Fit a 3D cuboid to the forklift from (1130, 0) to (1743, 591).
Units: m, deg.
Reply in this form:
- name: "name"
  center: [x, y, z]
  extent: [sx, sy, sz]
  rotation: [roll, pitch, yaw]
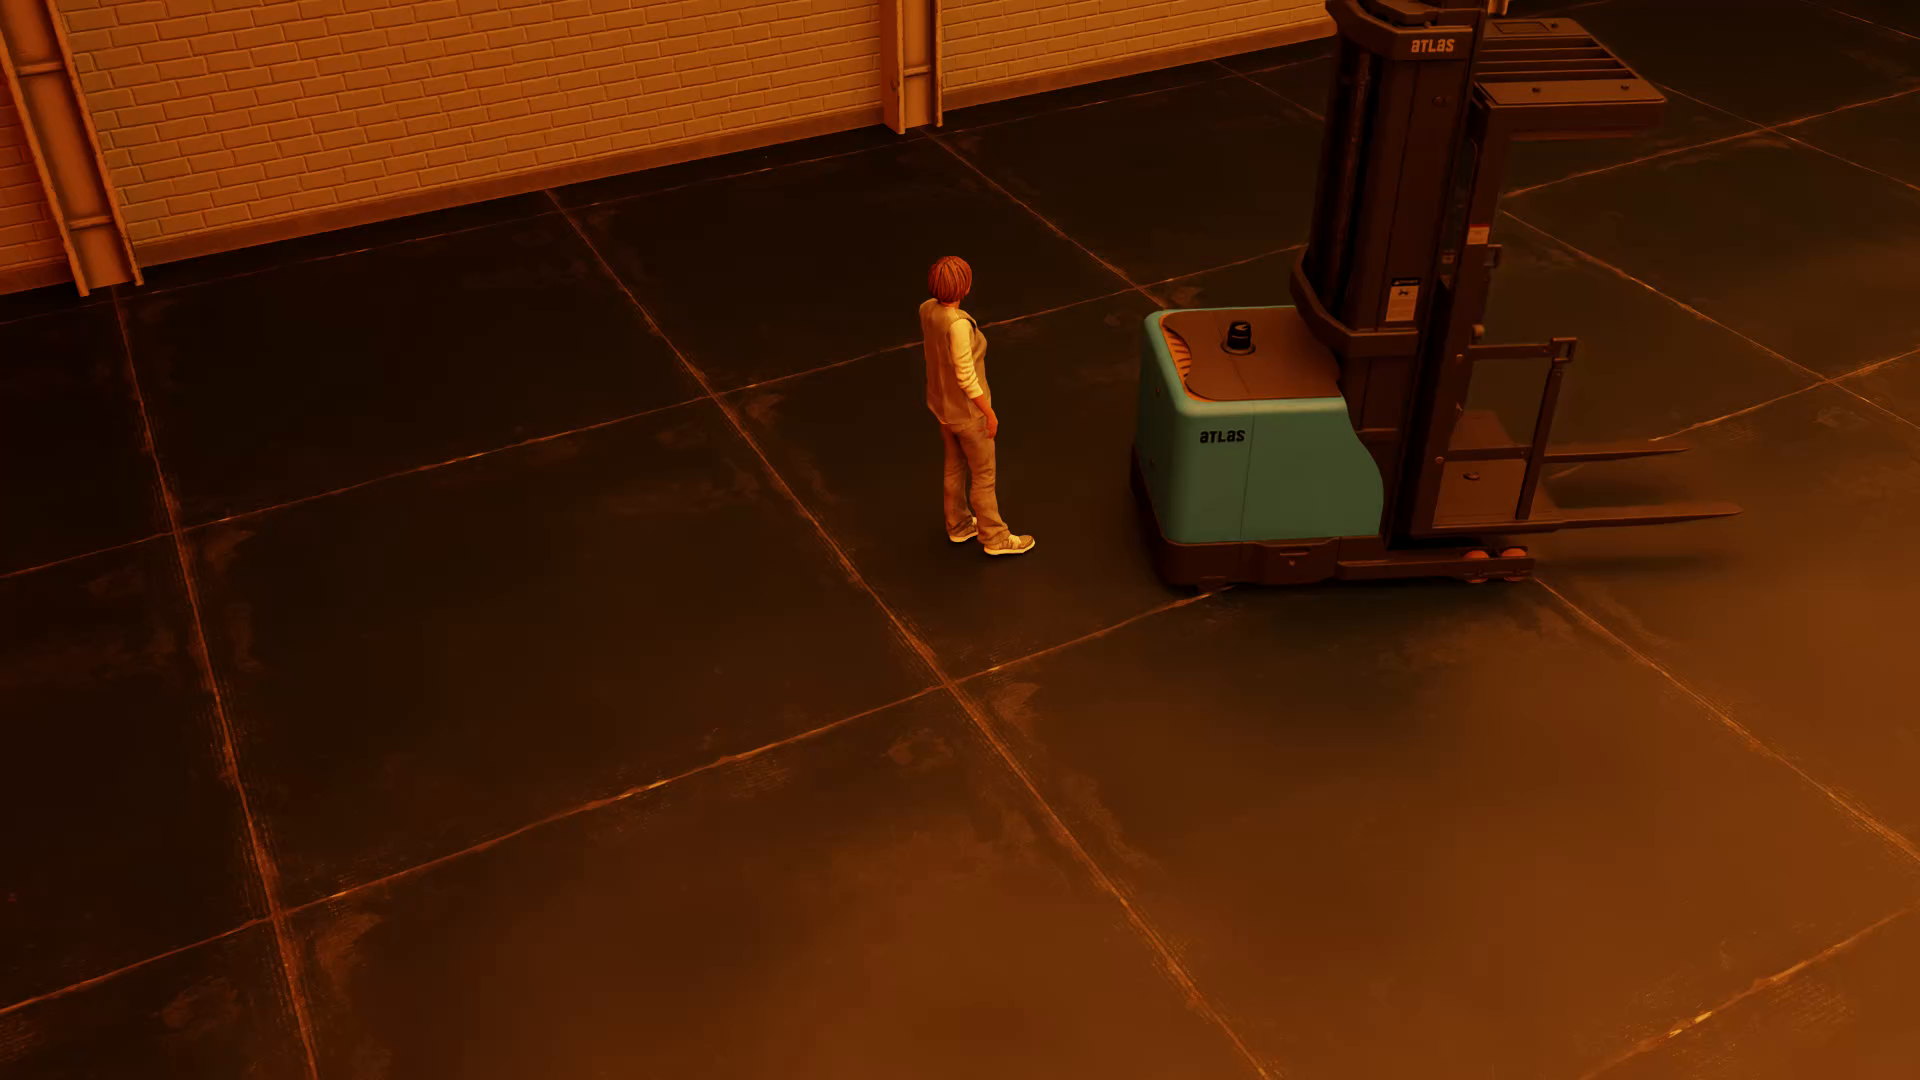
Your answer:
- name: "forklift"
  center: [2.463, -1.282, 7.937]
  extent: [3.031, 2.935, 1.130]
  rotation: [-3, 35, -4]

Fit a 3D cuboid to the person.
- name: "person"
  center: [0.073, -0.671, 8.215]
  extent: [0.473, 1.599, 0.520]
  rotation: [-17, 39, -23]
